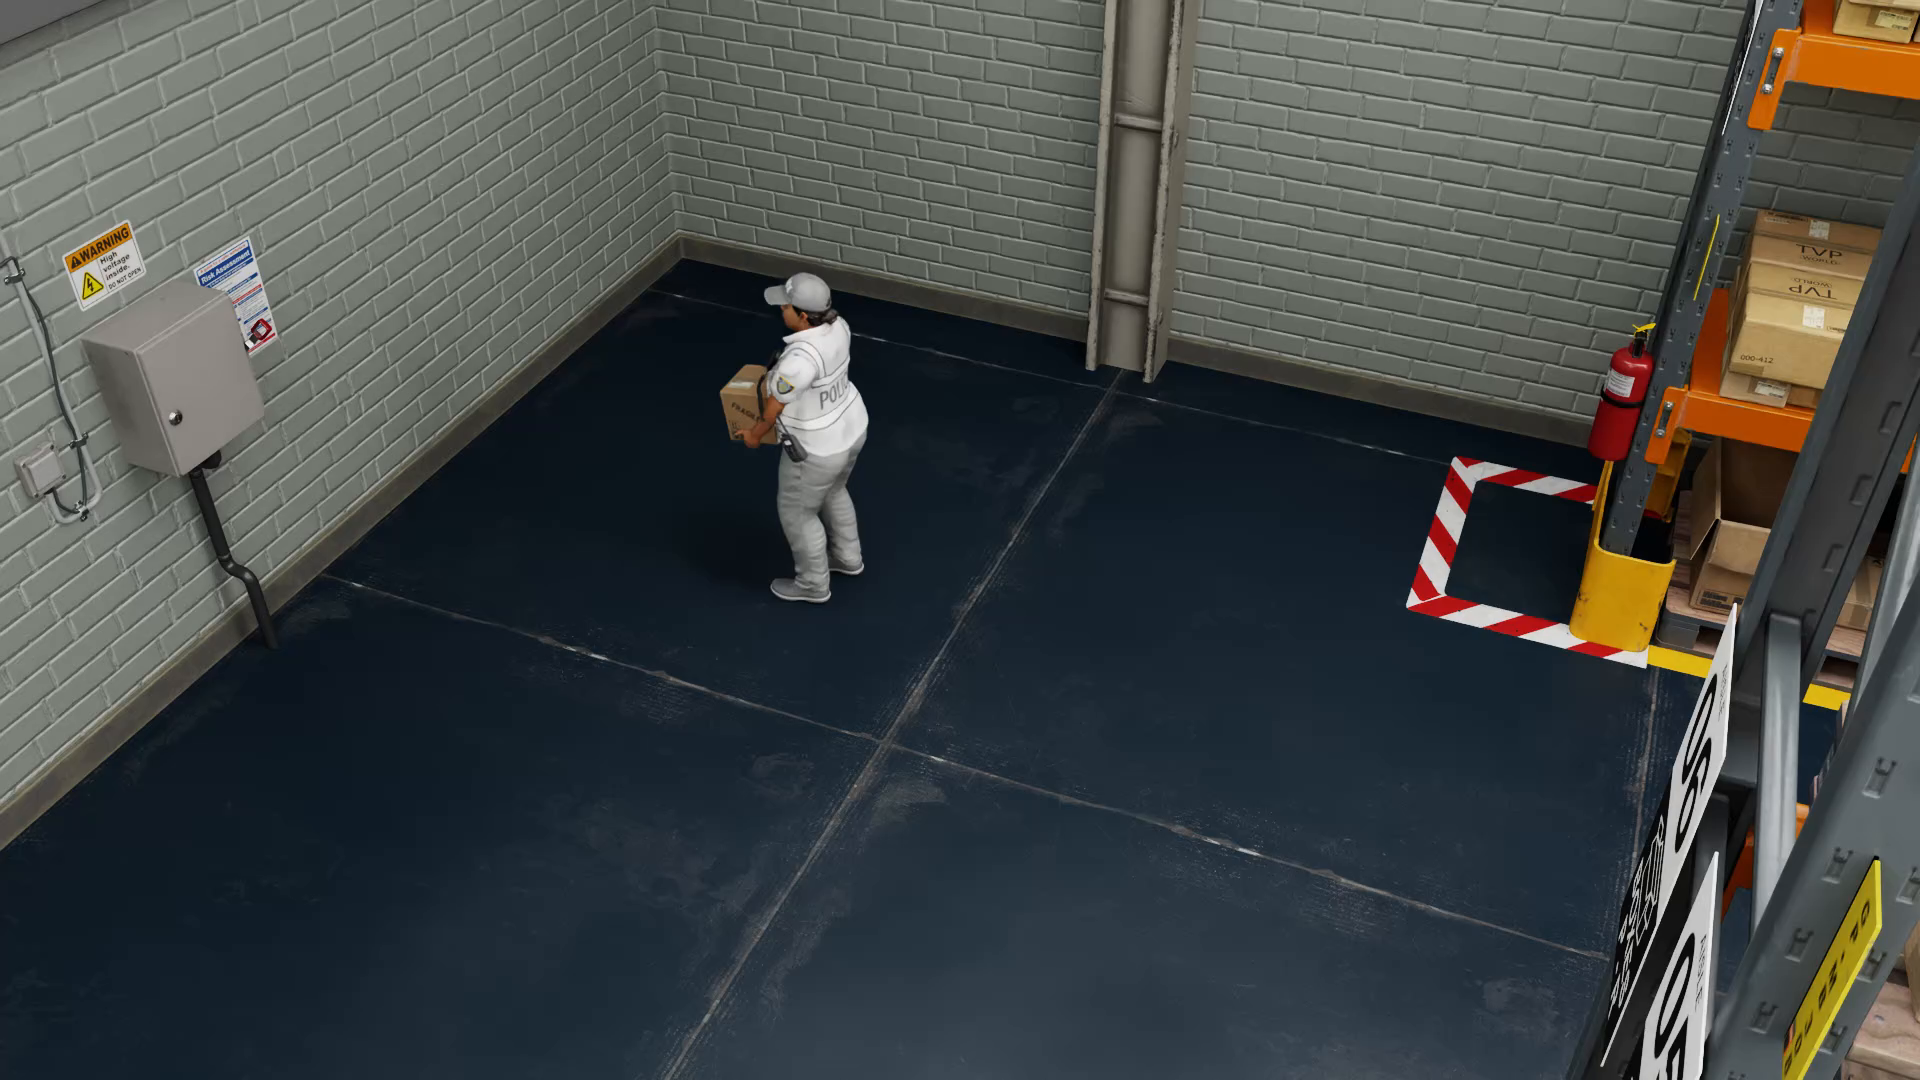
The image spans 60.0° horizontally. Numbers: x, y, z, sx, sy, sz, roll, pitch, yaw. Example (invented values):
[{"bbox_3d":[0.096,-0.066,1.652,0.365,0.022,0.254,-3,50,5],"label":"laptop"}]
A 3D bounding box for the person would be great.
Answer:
[{"bbox_3d":[-0.699,-0.455,7.413,0.552,1.663,0.452,14,40,17],"label":"person"}]
